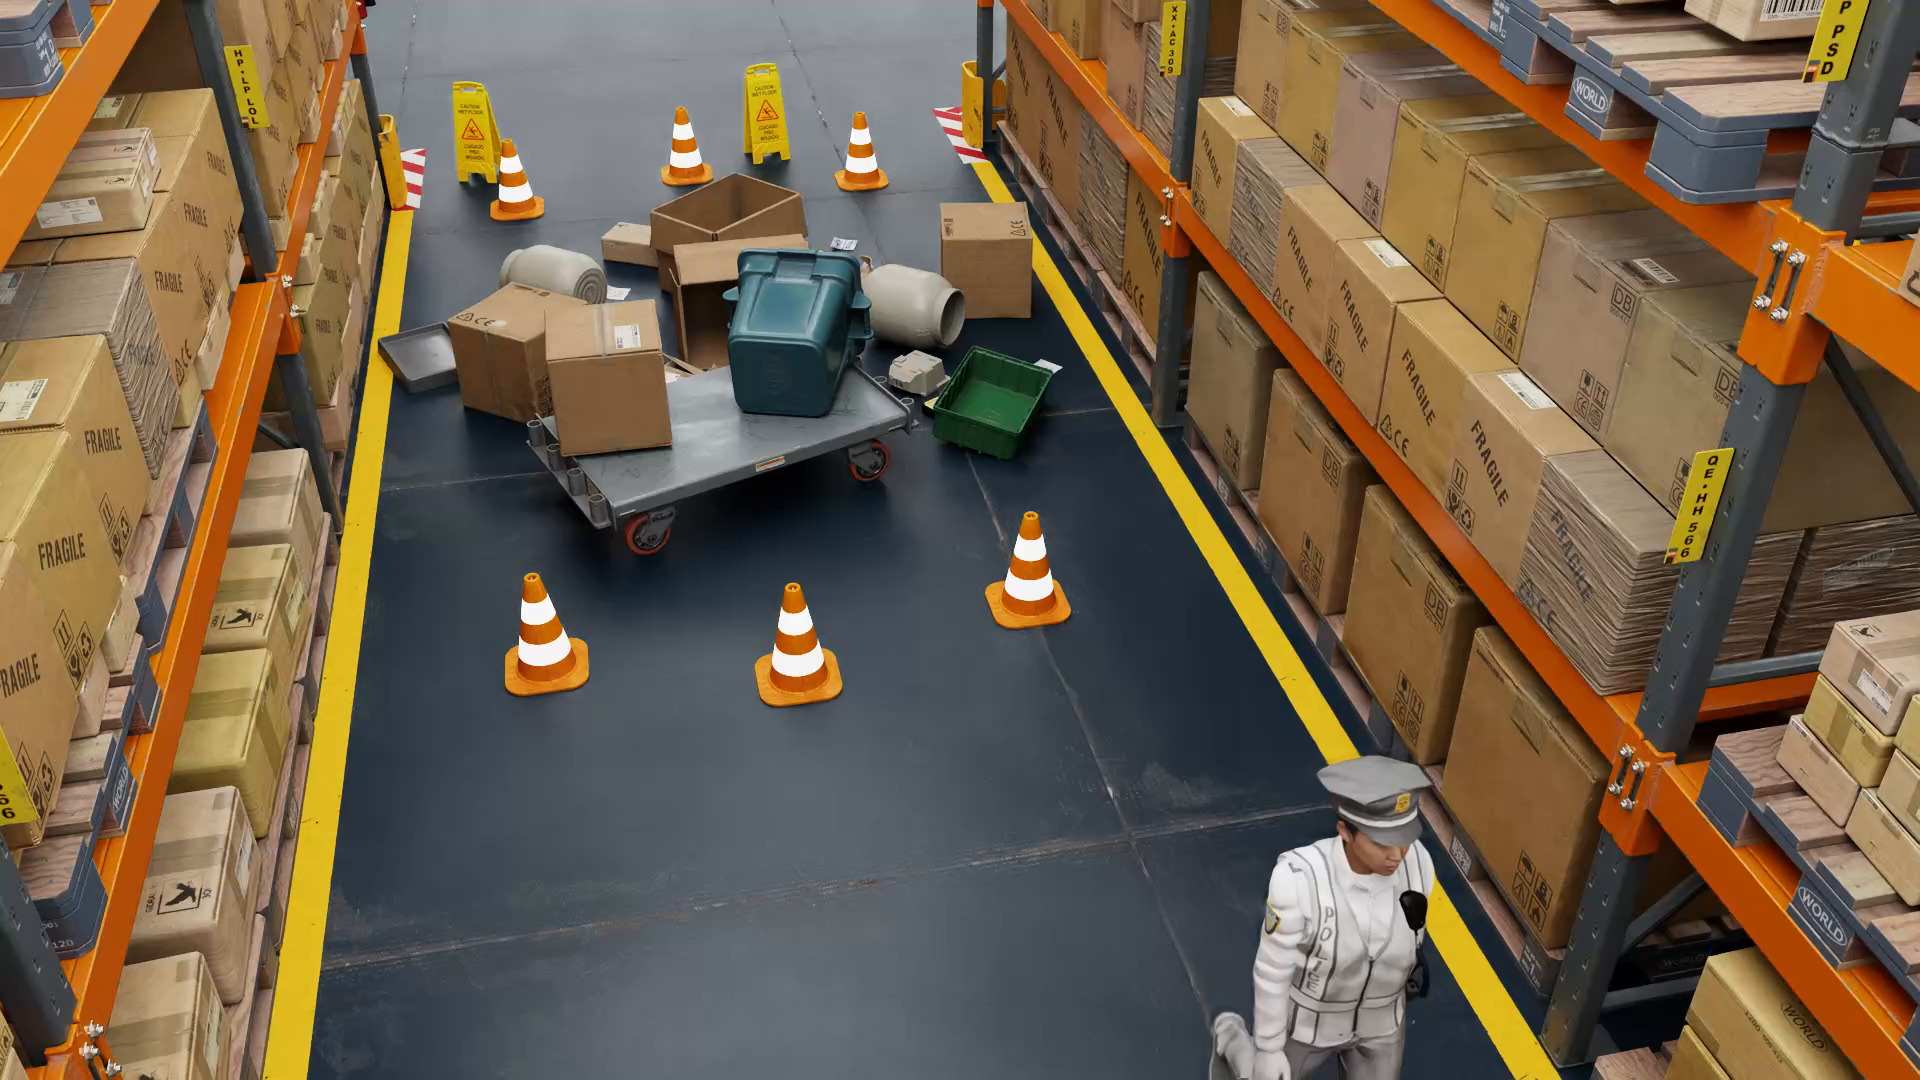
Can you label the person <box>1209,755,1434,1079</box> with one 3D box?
[{"bbox_3d":[0.966,1.191,4.366,0.478,1.652,0.819,-5,35,-7],"label":"person"}]
